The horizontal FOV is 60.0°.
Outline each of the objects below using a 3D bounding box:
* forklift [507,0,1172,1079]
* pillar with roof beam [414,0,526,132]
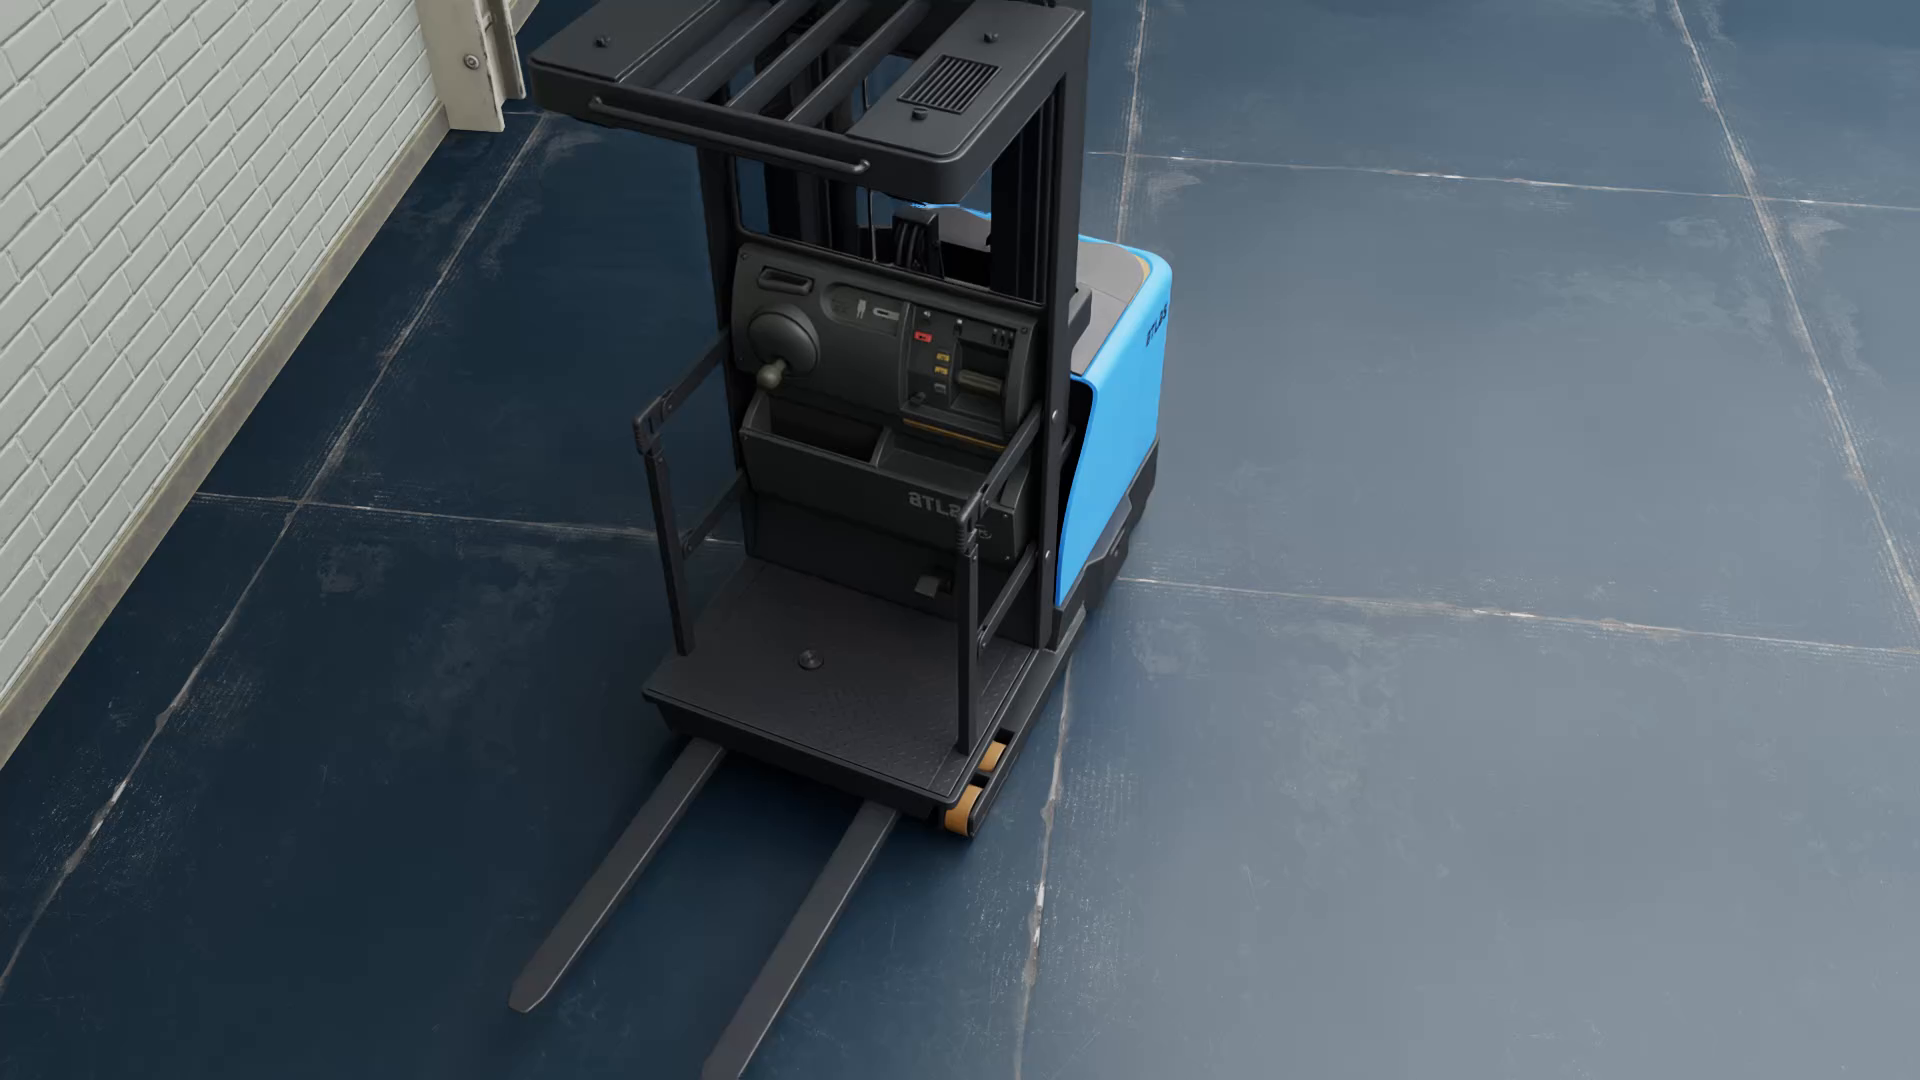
[{"bbox_3d":[-0.320,-0.475,4.620,1.130,2.935,3.031,17,46,17],"label":"forklift"},{"bbox_3d":[1.815,-5.095,5.085,9.100,9.000,0.400,5,44,6],"label":"pillar with roof beam"}]
